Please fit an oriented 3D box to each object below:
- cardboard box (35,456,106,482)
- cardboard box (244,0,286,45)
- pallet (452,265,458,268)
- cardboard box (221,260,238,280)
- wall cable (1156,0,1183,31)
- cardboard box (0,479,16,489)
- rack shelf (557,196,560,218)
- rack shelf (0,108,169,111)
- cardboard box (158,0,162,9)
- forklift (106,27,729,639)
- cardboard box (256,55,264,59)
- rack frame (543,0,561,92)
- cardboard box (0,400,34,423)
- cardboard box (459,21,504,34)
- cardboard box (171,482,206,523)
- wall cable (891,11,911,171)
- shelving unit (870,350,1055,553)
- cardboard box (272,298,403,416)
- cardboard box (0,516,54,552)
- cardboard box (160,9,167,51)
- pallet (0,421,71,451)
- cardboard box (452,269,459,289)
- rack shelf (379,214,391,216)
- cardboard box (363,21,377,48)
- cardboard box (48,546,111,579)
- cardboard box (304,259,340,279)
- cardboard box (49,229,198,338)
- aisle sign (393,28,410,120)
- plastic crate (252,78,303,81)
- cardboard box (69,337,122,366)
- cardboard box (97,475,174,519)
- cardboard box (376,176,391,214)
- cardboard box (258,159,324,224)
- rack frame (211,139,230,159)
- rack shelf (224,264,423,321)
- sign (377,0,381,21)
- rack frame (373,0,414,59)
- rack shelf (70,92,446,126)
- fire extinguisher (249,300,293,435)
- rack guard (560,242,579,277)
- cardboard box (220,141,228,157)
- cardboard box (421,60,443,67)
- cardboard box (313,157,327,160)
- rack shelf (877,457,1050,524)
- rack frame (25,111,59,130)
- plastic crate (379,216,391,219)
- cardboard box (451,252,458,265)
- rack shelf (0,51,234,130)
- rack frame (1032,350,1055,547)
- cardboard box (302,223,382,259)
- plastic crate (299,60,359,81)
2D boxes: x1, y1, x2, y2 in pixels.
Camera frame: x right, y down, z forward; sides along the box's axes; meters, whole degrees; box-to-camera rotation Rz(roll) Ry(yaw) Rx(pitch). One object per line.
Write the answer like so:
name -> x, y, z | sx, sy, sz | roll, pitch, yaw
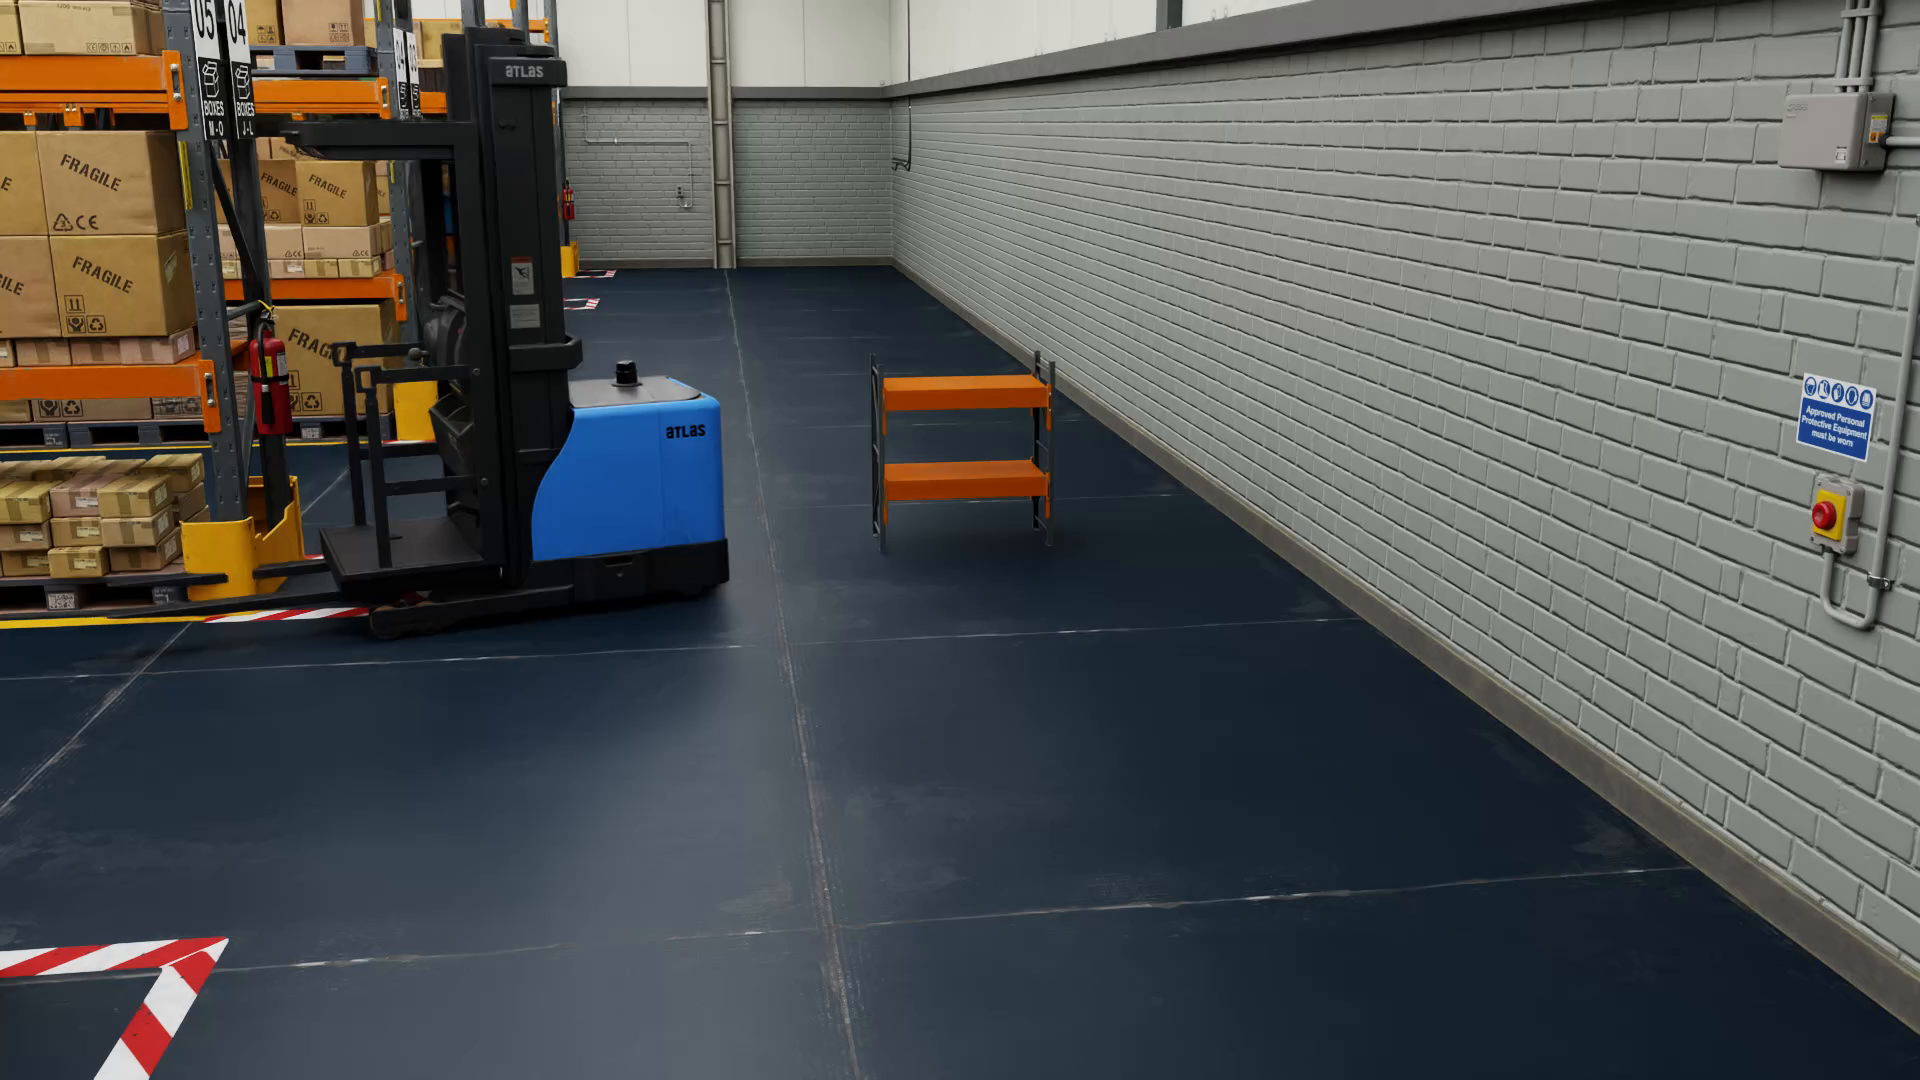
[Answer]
cardboard box -> -4.939, -0.356, 9.251 | 0.250, 0.149, 0.380 | -2, 14, -8
cardboard box -> -5.567, -4.131, 13.086 | 0.500, 0.500, 0.700 | -3, 14, -10
pallet -> -8.683, -4.529, 27.847 | 1.213, 0.211, 1.003 | -2, 14, -8
cardboard box -> -5.799, -2.147, 13.132 | 0.250, 0.149, 0.380 | -2, 14, -10
wall cable -> 1.619, -6.244, 10.008 | 0.120, 5.999, 2.277 | -2, 14, -8
cardboard box -> -5.093, -0.201, 8.633 | 0.250, 0.149, 0.380 | -3, 14, -11
rack shelf -> -8.678, -5.551, 27.670 | 4.000, 0.370, 1.077 | -2, 14, -8
rack shelf -> -11.891, -5.670, 21.976 | 4.000, 0.370, 1.077 | -2, 14, -8
cardboard box -> -4.330, -2.872, 8.623 | 0.500, 0.250, 0.500 | -2, 14, -7
forklift -> -2.814, -1.074, 8.480 | 3.031, 2.935, 1.130 | -7, 16, -25
cardboard box -> -9.438, -6.651, 22.150 | 0.500, 0.500, 0.700 | -2, 14, -8
rack frame -> -6.700, -8.883, 27.141 | 0.127, 3.000, 1.000 | -2, 14, -8
cardboard box -> -7.777, -1.431, 13.266 | 0.875, 0.875, 0.875 | -2, 14, -8
cardboard box -> -6.464, -6.747, 22.532 | 0.500, 0.500, 0.700 | -2, 14, -8
cardboard box -> -4.403, -0.209, 9.276 | 0.250, 0.149, 0.380 | -1, 14, -6
wall cable -> -1.054, -7.495, 27.993 | 0.112, 2.526, 3.097 | -2, 14, -8
shelving unit -> 0.007, -0.546, 10.086 | 1.048, 1.125, 0.538 | -2, 14, -8
cardboard box -> -5.107, -1.529, 13.656 | 0.875, 0.875, 0.875 | -2, 14, -8
cardboard box -> -4.840, -0.060, 8.679 | 0.250, 0.149, 0.380 | -3, 14, -11
cardboard box -> -4.329, -2.629, 8.680 | 0.500, 0.250, 0.500 | -2, 14, -6
pallet -> -7.678, -0.909, 13.414 | 1.213, 0.211, 1.003 | -2, 14, -8
cardboard box -> -7.033, -3.691, 23.522 | 0.500, 0.250, 0.500 | -2, 14, -8
rack shelf -> -7.936, -4.360, 22.919 | 4.000, 0.370, 1.077 | -2, 14, -8
cardboard box -> -7.958, -6.710, 22.383 | 0.500, 0.500, 0.700 | -2, 14, -8
cardboard box -> -4.576, 0.081, 8.732 | 0.250, 0.149, 0.380 | -2, 14, -7
cardboard box -> -5.046, -2.174, 13.242 | 0.250, 0.149, 0.380 | -2, 14, -8
cardboard box -> -4.253, -1.316, 8.486 | 0.500, 0.500, 0.500 | -2, 14, -7
aisle sign -> -4.370, -3.590, 13.025 | 0.004, 0.787, 0.394 | -2, 14, -8
plastic crate -> -7.230, -4.782, 17.499 | 0.530, 0.136, 0.437 | -2, 14, -8
cardboard box -> -4.379, -1.000, 8.559 | 0.250, 0.149, 0.380 | -2, 14, -8
cardboard box -> -4.333, -0.231, 8.750 | 0.250, 0.149, 0.380 | -2, 14, -8
cardboard box -> -7.865, -4.693, 22.564 | 0.500, 0.500, 0.500 | -2, 14, -9
cardboard box -> -5.495, -2.863, 13.626 | 0.500, 0.500, 0.500 | -2, 14, -10
rack frame -> -9.914, -4.636, 22.542 | 0.127, 3.000, 1.000 | -2, 14, -8
rack shelf -> -6.464, -1.977, 13.417 | 4.000, 0.370, 1.077 | -2, 14, -8
sign -> -4.419, -4.113, 12.633 | 0.005, 0.325, 0.100 | -2, 14, -8
rack frame -> -4.486, -5.308, 12.888 | 0.127, 3.000, 1.000 | -2, 14, -8
rack shelf -> -7.202, -4.623, 17.802 | 4.000, 0.370, 1.077 | -2, 14, -8
fire extinguisher -> -3.529, -0.881, 8.495 | 0.183, 0.674, 0.296 | -2, 14, -8
rack guard -> -6.676, -4.761, 28.179 | 0.348, 0.500, 1.175 | -2, 14, -8
cardboard box -> -11.586, -6.299, 26.773 | 0.500, 0.250, 0.500 | -2, 14, -7
cardboard box -> -6.923, -6.308, 22.321 | 0.500, 0.250, 0.500 | -2, 14, -8
cardboard box -> -8.387, -5.156, 22.356 | 0.500, 0.500, 0.500 | -3, 14, -10
rack shelf -> 0.007, -0.309, 10.145 | 1.000, 0.278, 0.538 | -2, 14, -8
rack frame -> -14.611, -5.683, 26.715 | 0.127, 3.000, 1.000 | -2, 14, -8
plastic crate -> -6.517, -3.545, 18.609 | 0.298, 0.136, 0.250 | -2, 14, -8
cardboard box -> -8.369, -4.878, 27.781 | 0.500, 0.500, 0.700 | -3, 14, -10
rack shelf -> -5.825, -2.235, 8.280 | 4.000, 0.370, 1.077 | -2, 14, -8
rack frame -> 0.509, -0.564, 10.159 | 0.032, 1.125, 0.500 | -2, 14, -8
cardboard box -> -4.926, -2.388, 13.276 | 0.500, 0.250, 0.500 | -2, 14, -9
plastic crate -> -6.776, -5.025, 18.054 | 0.767, 0.338, 0.504 | -2, 14, -8
